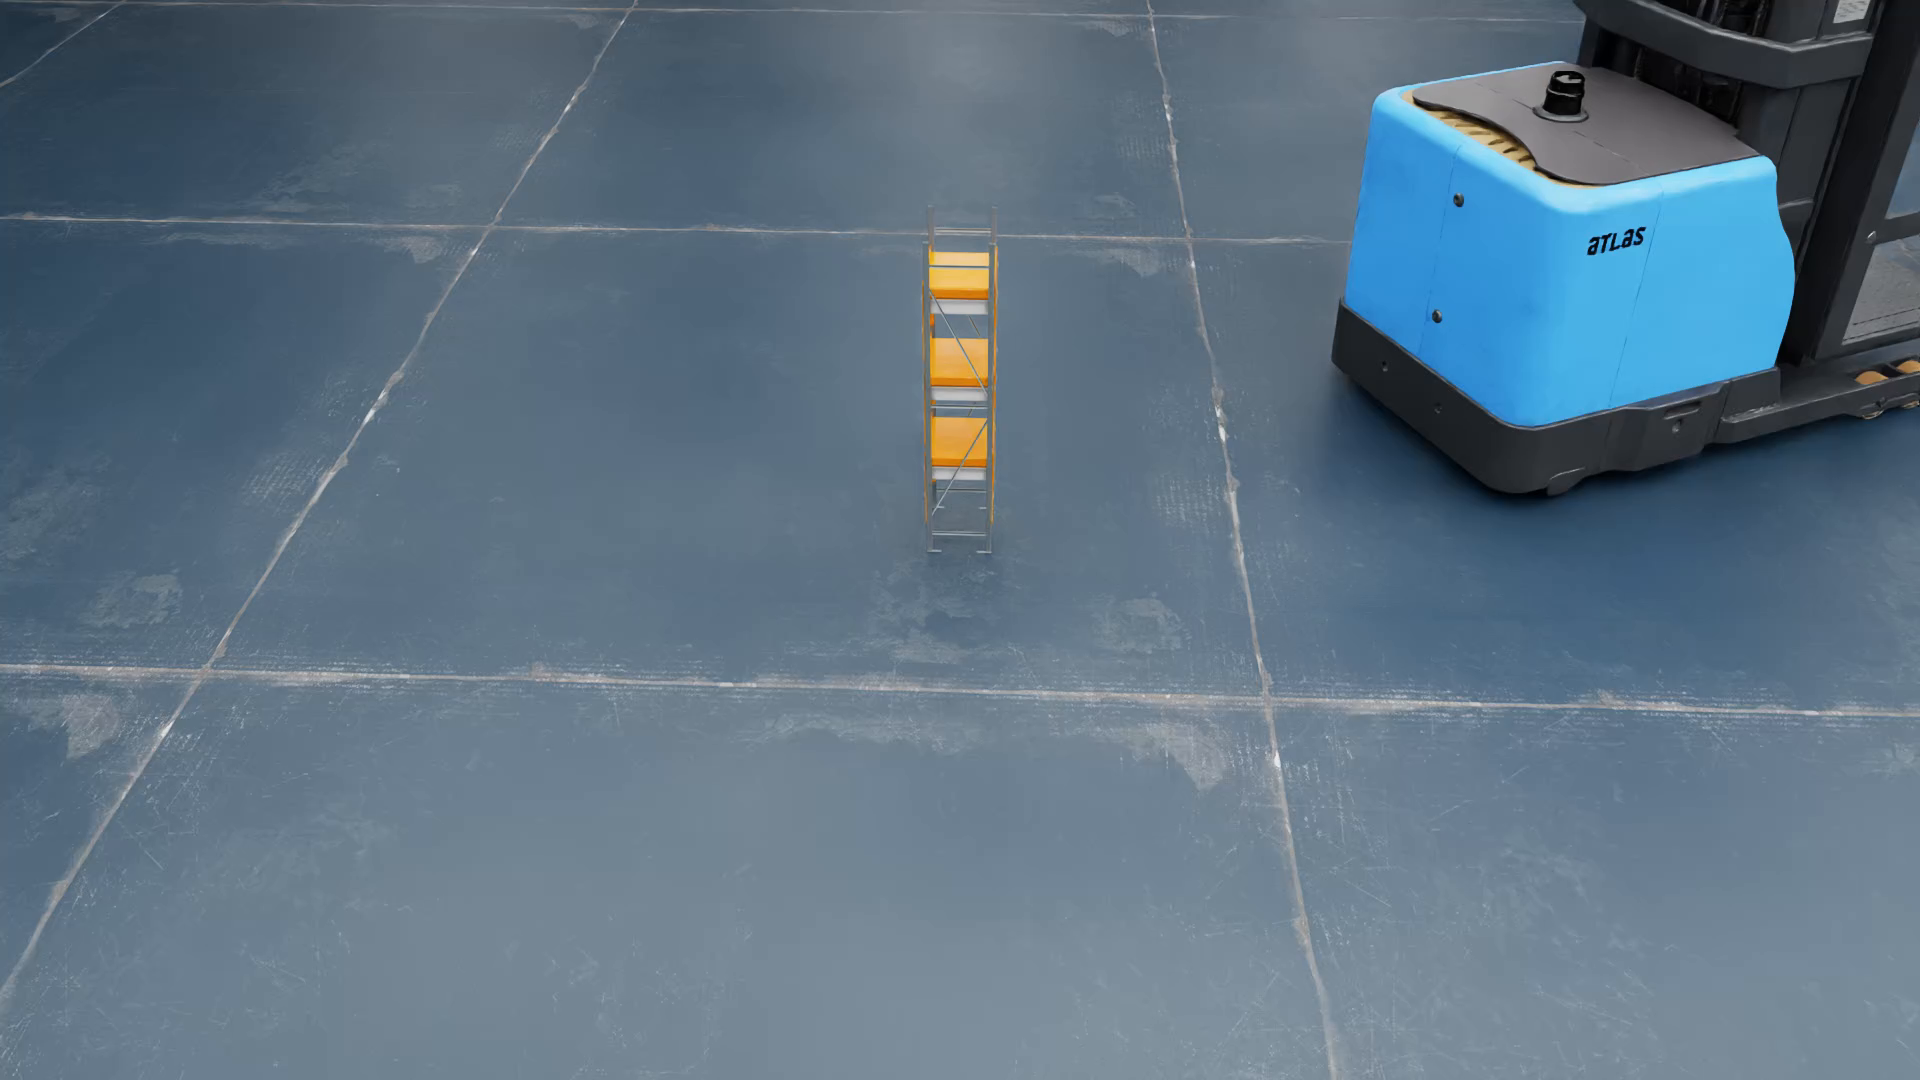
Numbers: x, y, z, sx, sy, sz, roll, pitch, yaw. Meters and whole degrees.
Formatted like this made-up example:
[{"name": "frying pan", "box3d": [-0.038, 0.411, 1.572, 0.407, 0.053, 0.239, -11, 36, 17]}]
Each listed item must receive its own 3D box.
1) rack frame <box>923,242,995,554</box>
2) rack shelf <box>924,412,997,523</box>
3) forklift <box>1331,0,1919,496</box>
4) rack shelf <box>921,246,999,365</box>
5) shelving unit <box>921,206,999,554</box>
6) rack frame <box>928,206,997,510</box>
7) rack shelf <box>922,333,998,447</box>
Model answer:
[{"name": "rack frame", "box3d": [-0.003, -0.390, 4.892, 0.200, 1.050, 0.008, 1, 35, 2]}, {"name": "rack shelf", "box3d": [0.002, -0.224, 5.158, 0.215, 0.259, 0.240, 1, 35, 2]}, {"name": "forklift", "box3d": [2.918, -1.890, 5.390, 3.031, 2.935, 1.130, -14, 37, -19]}, {"name": "rack shelf", "box3d": [0.002, -0.684, 4.835, 0.215, 0.259, 0.240, 1, 35, 2]}, {"name": "shelving unit", "box3d": [0.002, -0.460, 4.992, 0.215, 1.050, 0.252, 1, 35, 2]}, {"name": "rack frame", "box3d": [0.007, -0.530, 5.092, 0.200, 1.050, 0.008, 1, 35, 2]}, {"name": "rack shelf", "box3d": [0.002, -0.452, 4.998, 0.215, 0.259, 0.240, 1, 35, 2]}]
